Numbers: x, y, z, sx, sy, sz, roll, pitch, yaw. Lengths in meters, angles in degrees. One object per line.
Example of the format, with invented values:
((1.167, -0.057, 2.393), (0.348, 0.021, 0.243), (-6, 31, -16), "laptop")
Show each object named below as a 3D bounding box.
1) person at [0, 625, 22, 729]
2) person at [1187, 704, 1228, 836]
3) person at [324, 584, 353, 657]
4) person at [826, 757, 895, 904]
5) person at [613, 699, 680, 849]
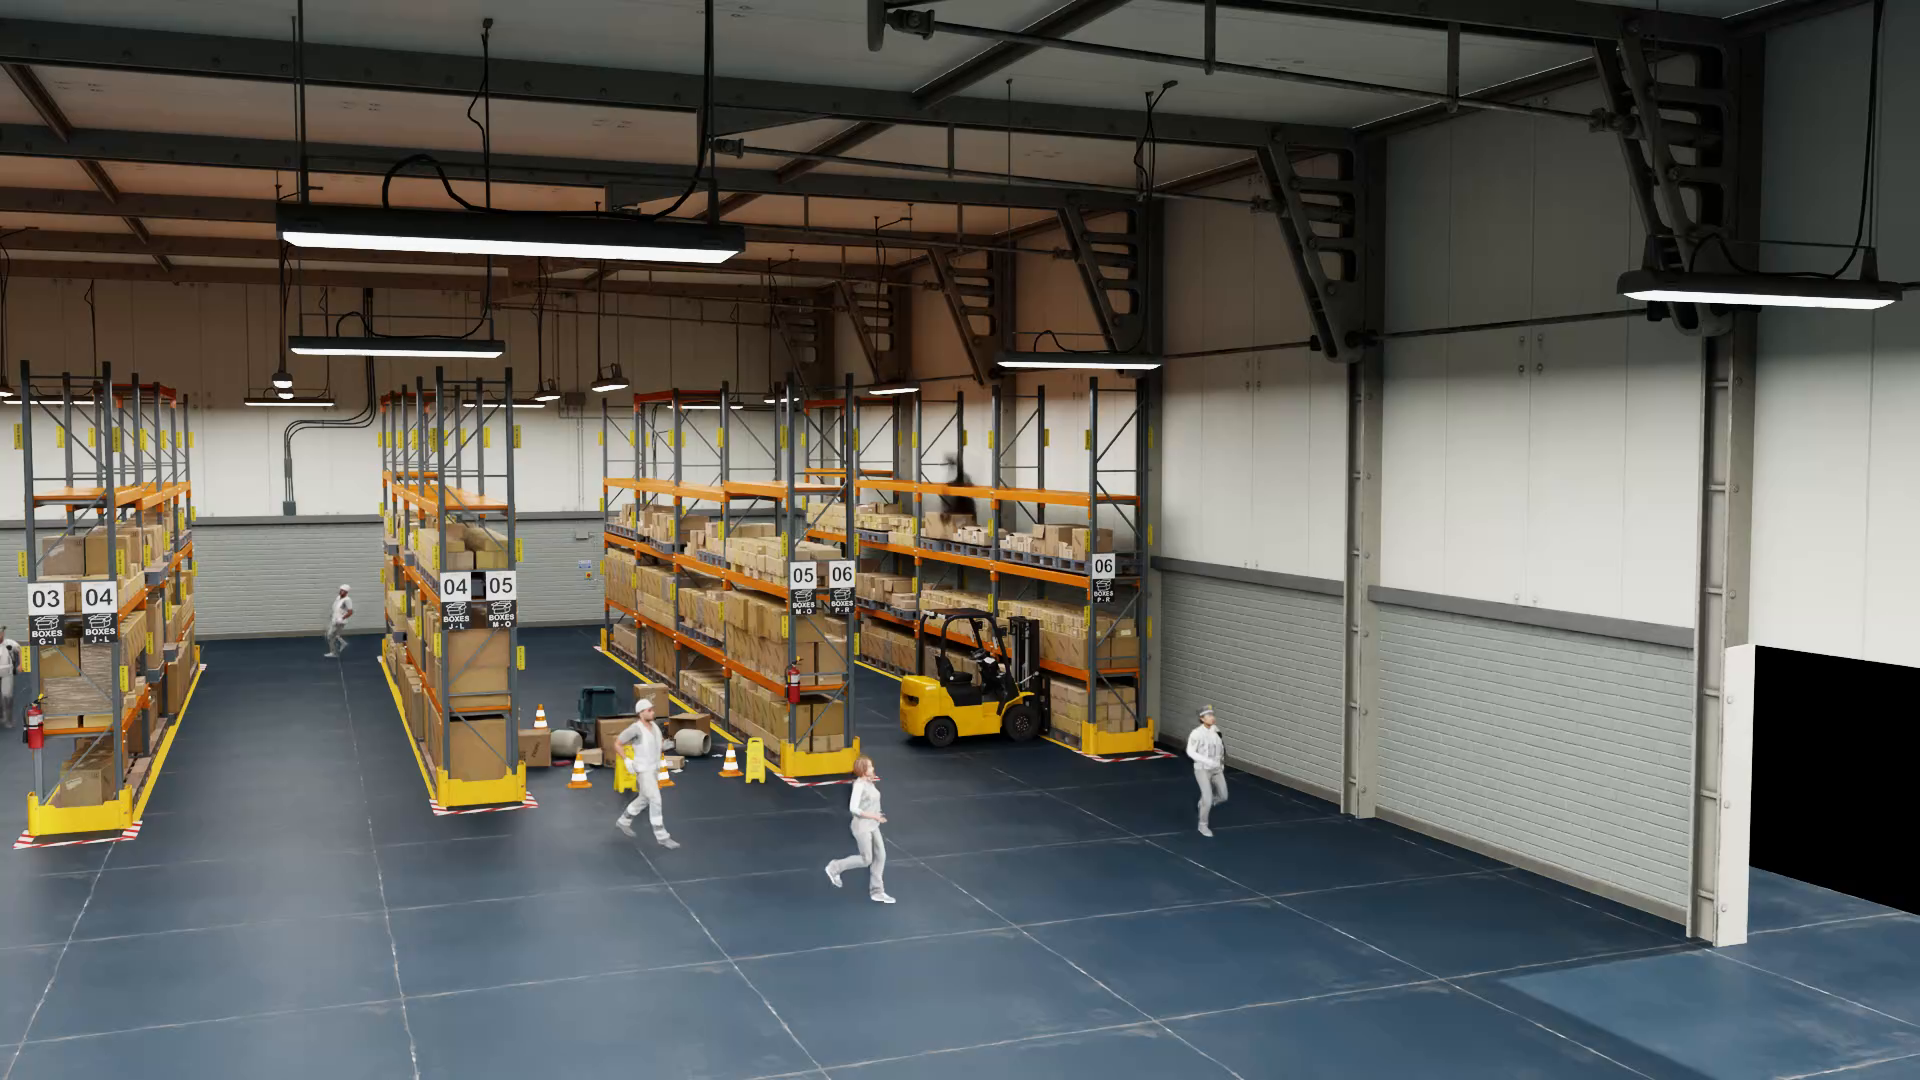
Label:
((-16.722, 2.394, 28.999), (0.683, 1.871, 0.783), (-2, 4, -26), "person")
((3.155, 2.908, 21.084), (0.658, 1.666, 0.561), (-2, 4, -33), "person")
((-14.262, 1.862, 38.108), (0.557, 1.691, 0.736), (-2, 4, -34), "person")
((-1.070, 3.144, 18.032), (0.779, 1.566, 0.536), (1, 4, 16), "person")
((-3.850, 2.845, 20.432), (0.983, 1.785, 0.658), (1, 4, 21), "person")
